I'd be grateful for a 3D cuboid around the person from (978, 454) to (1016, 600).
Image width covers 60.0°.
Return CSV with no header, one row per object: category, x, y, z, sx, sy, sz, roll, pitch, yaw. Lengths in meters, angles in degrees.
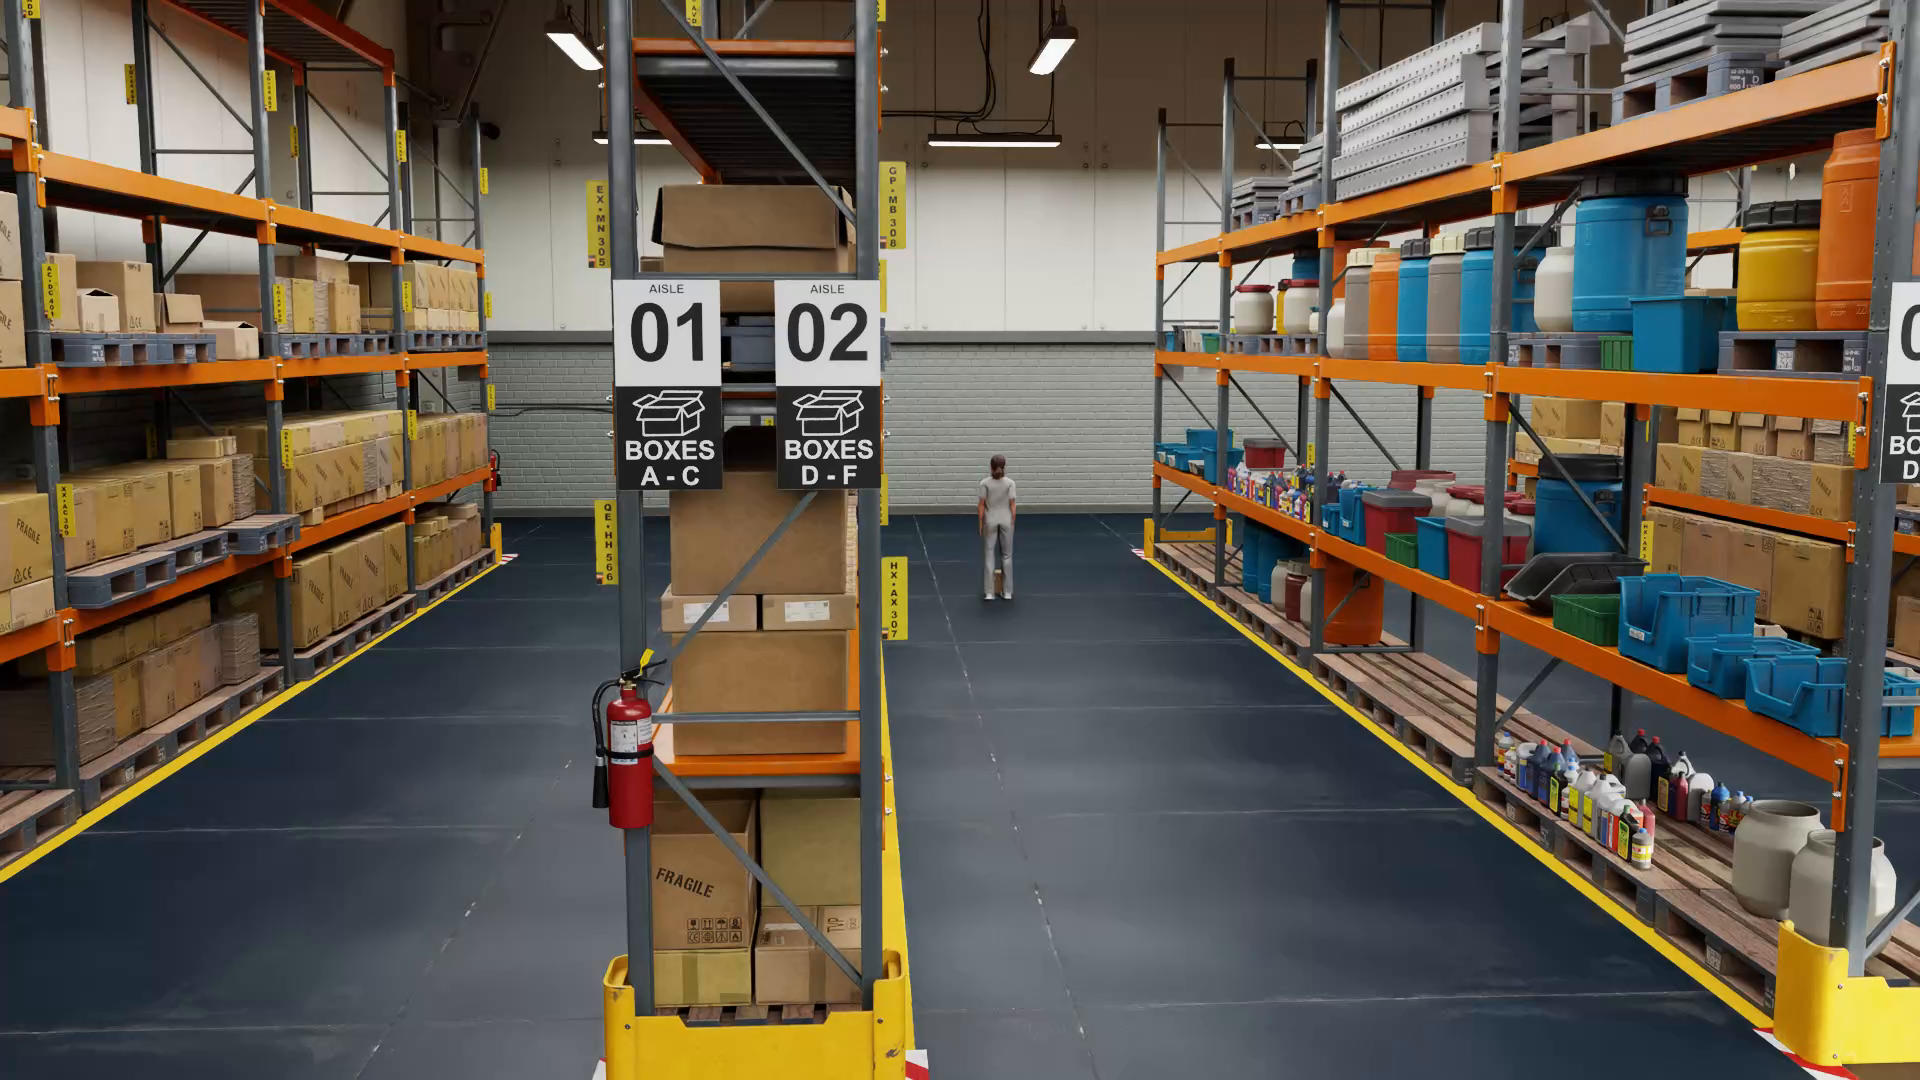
person,0.422,-0.150,19.044,0.438,1.683,0.375,0,7,-3
